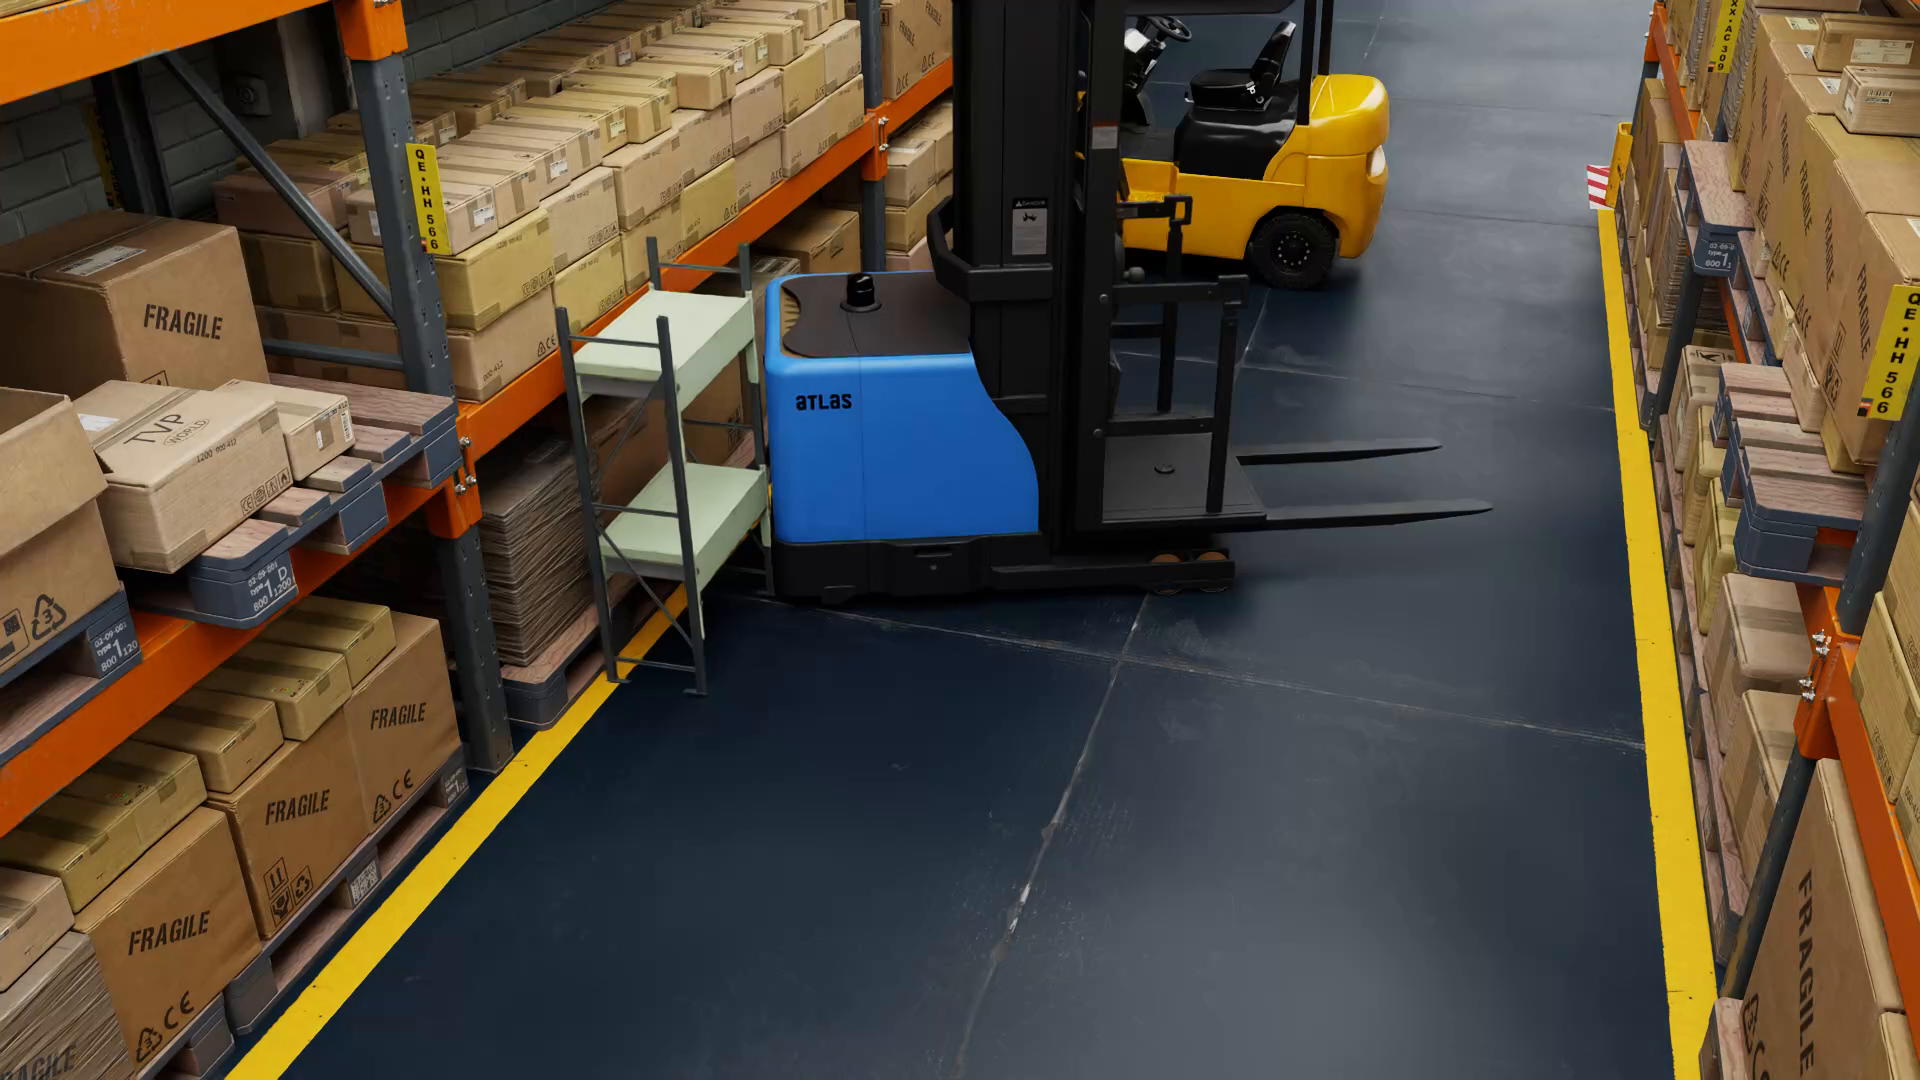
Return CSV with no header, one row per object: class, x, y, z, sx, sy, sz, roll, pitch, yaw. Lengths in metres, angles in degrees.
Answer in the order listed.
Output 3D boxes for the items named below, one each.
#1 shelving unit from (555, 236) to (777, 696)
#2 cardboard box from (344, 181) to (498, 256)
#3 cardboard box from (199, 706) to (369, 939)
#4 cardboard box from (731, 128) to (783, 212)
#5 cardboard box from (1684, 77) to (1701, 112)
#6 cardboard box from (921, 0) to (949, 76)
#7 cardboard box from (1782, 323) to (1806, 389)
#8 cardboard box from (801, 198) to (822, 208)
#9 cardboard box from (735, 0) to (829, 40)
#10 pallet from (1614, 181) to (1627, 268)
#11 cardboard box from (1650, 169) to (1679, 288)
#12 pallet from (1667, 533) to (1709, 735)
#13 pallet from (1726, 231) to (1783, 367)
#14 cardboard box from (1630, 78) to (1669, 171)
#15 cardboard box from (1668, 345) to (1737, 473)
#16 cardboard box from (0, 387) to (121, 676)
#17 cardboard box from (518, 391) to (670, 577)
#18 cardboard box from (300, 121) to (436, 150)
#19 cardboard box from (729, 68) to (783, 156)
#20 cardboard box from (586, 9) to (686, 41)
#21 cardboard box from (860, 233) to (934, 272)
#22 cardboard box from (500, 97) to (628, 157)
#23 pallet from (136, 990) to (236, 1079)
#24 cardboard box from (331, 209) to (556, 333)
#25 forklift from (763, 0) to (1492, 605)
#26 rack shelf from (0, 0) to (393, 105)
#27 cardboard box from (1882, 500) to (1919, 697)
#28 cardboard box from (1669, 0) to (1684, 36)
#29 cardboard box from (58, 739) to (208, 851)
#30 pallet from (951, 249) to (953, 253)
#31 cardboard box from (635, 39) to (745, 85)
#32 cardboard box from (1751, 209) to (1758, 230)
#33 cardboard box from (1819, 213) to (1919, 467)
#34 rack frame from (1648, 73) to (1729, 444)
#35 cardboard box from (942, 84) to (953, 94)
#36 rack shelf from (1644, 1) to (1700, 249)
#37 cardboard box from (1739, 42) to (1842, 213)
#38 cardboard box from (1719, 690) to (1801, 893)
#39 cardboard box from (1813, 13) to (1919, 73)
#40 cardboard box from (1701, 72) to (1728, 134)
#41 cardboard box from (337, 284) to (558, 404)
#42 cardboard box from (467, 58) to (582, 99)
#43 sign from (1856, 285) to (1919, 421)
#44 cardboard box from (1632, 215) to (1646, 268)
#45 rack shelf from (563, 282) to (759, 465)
shelving unit,-1.053,-0.275,6.189,0.431,1.500,0.755,7,30,13
cardboard box,-1.692,-1.022,5.232,0.380,0.149,0.250,9,30,16
cardboard box,-2.143,0.778,4.905,0.500,0.500,0.500,8,30,14
cardboard box,-1.108,-1.650,7.285,0.500,0.250,0.500,9,30,15
cardboard box,3.951,-2.297,8.552,0.380,0.149,0.250,8,30,14
cardboard box,-0.376,-2.905,9.283,0.500,0.500,0.500,9,30,16
cardboard box,2.672,-0.516,4.919,0.380,0.149,0.250,7,30,12
cardboard box,-0.946,-1.904,9.469,0.500,0.250,0.500,8,30,14
cardboard box,-0.840,-2.462,7.820,0.380,0.149,0.250,8,30,14
pallet,4.732,-1.974,10.581,1.003,0.211,1.213,8,30,15
cardboard box,3.918,-1.601,8.667,0.500,0.500,0.500,9,30,16
pallet,3.269,0.408,6.299,1.003,0.211,1.213,8,30,15
pallet,3.221,-0.724,5.664,1.003,0.211,1.213,8,30,15
cardboard box,4.519,-2.563,10.397,0.500,0.500,0.500,7,30,13
cardboard box,3.701,-0.532,7.393,0.950,0.372,0.625,9,30,16
cardboard box,-2.370,-0.033,3.685,0.797,0.503,0.637,8,30,14
cardboard box,-1.687,-0.327,6.764,0.875,0.625,0.625,9,30,17
cardboard box,-2.061,-1.345,5.813,0.380,0.149,0.250,8,30,15
cardboard box,-1.093,-1.859,7.147,0.500,0.250,0.500,9,30,16
cardboard box,-1.460,-2.287,7.506,0.380,0.149,0.250,8,30,14
cardboard box,-0.435,-1.607,9.450,0.500,0.250,0.500,9,30,15
cardboard box,-1.454,-1.514,6.116,0.380,0.149,0.250,9,30,15
pallet,-2.683,1.536,4.271,1.003,0.211,1.213,8,30,15
cardboard box,-1.680,-0.910,5.440,0.500,0.250,0.500,8,30,15
forklift,0.714,-1.308,6.586,3.031,2.935,1.130,-3,29,-5
rack shelf,-2.654,-0.656,2.998,1.077,0.370,4.000,8,30,15
cardboard box,2.294,0.165,3.508,0.500,0.250,0.500,8,30,15
cardboard box,4.325,-3.115,9.355,0.500,0.500,0.500,8,30,14
cardboard box,-2.261,0.666,4.440,0.380,0.149,0.250,9,30,16
pallet,-0.620,-1.593,9.896,1.003,0.211,1.213,8,30,15
cardboard box,-1.128,-1.987,6.965,0.380,0.149,0.250,9,30,15
cardboard box,3.181,-1.232,6.206,0.380,0.149,0.250,9,30,16
cardboard box,2.546,-0.491,4.205,0.500,0.500,0.500,8,30,13
rack frame,3.853,-1.741,7.295,1.000,3.000,0.127,8,30,15
cardboard box,0.005,-2.759,10.491,0.500,0.250,0.500,8,30,14
rack shelf,4.440,-2.356,9.140,1.077,0.370,4.000,8,30,15
cardboard box,3.136,-1.461,5.950,0.500,0.500,0.500,8,30,15
cardboard box,2.854,0.821,4.959,0.950,0.372,0.625,6,30,11
cardboard box,3.156,-1.694,5.702,0.380,0.149,0.250,10,31,18
cardboard box,3.746,-2.157,7.633,0.500,0.500,0.500,8,30,14
cardboard box,-1.704,-0.695,5.568,0.500,0.250,0.500,9,30,15
cardboard box,-1.733,-1.812,6.652,0.380,0.149,0.250,9,30,16
sign,2.157,-0.427,3.822,0.100,0.325,0.005,8,30,15
cardboard box,4.221,-1.755,9.716,0.500,0.250,0.500,11,31,18
rack shelf,-1.059,-0.615,5.998,0.431,0.370,0.720,7,30,13
